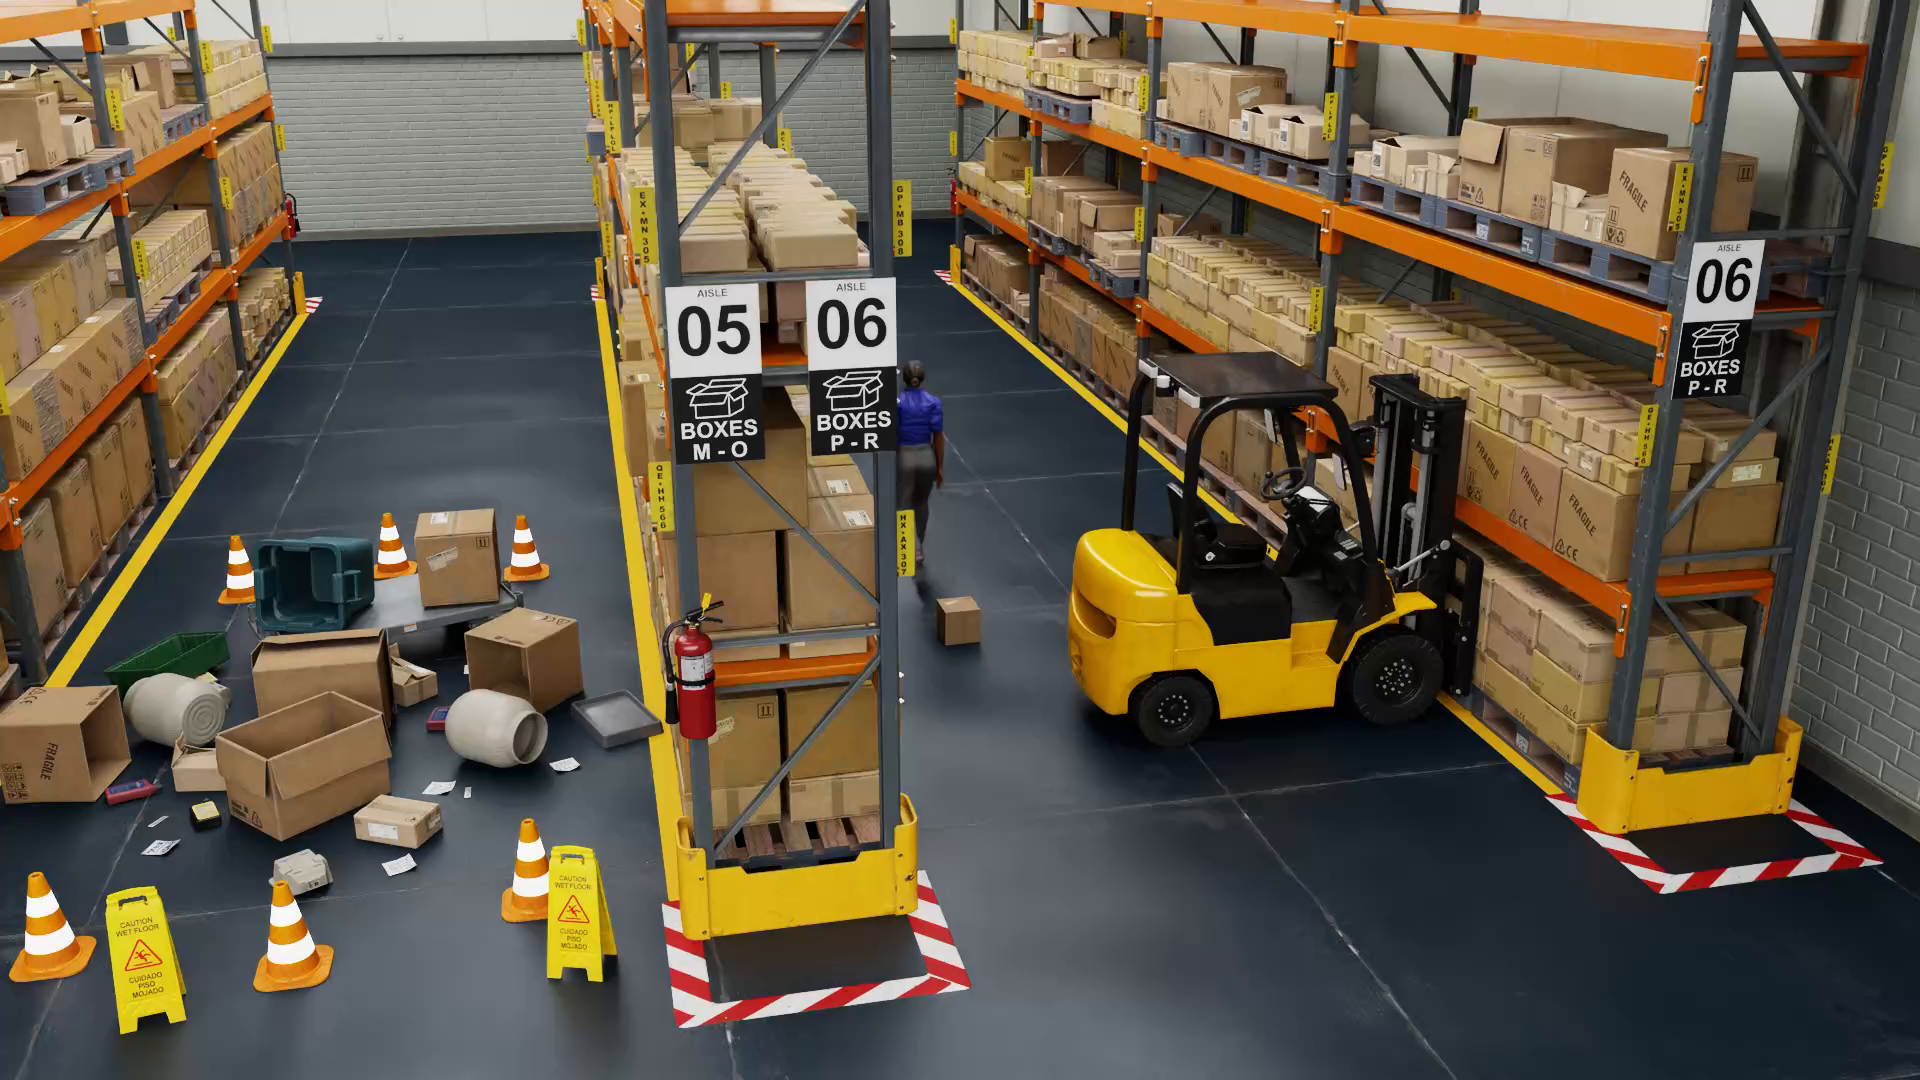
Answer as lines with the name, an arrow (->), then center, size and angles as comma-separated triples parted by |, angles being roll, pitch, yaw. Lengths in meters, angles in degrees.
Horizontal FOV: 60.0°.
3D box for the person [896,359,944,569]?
person -> -0.347, -0.571, 12.661 | 0.449, 1.613, 0.932 | -5, 20, -13
